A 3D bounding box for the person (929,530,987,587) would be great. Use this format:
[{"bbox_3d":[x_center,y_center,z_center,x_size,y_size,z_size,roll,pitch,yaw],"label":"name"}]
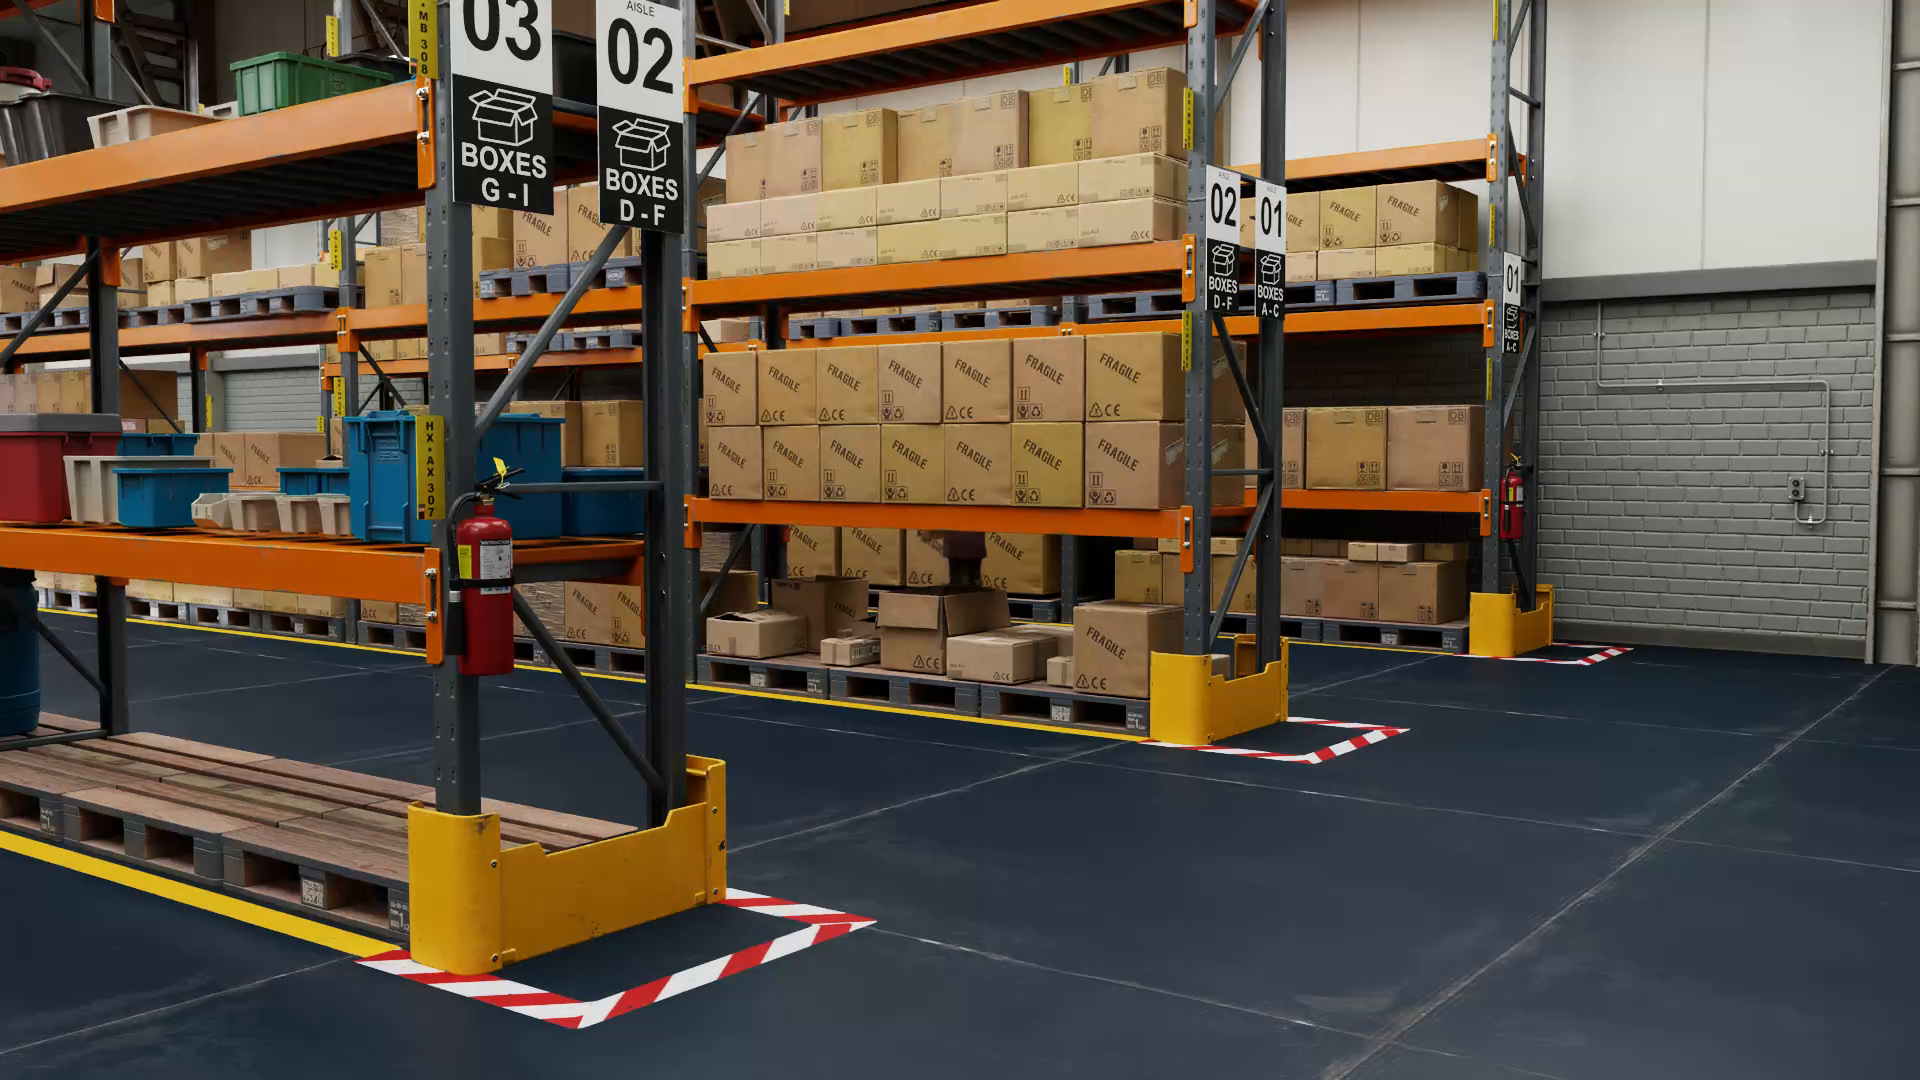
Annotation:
[{"bbox_3d":[-0.008,-0.063,15.007,0.529,1.780,0.557,2,4,36],"label":"person"}]
